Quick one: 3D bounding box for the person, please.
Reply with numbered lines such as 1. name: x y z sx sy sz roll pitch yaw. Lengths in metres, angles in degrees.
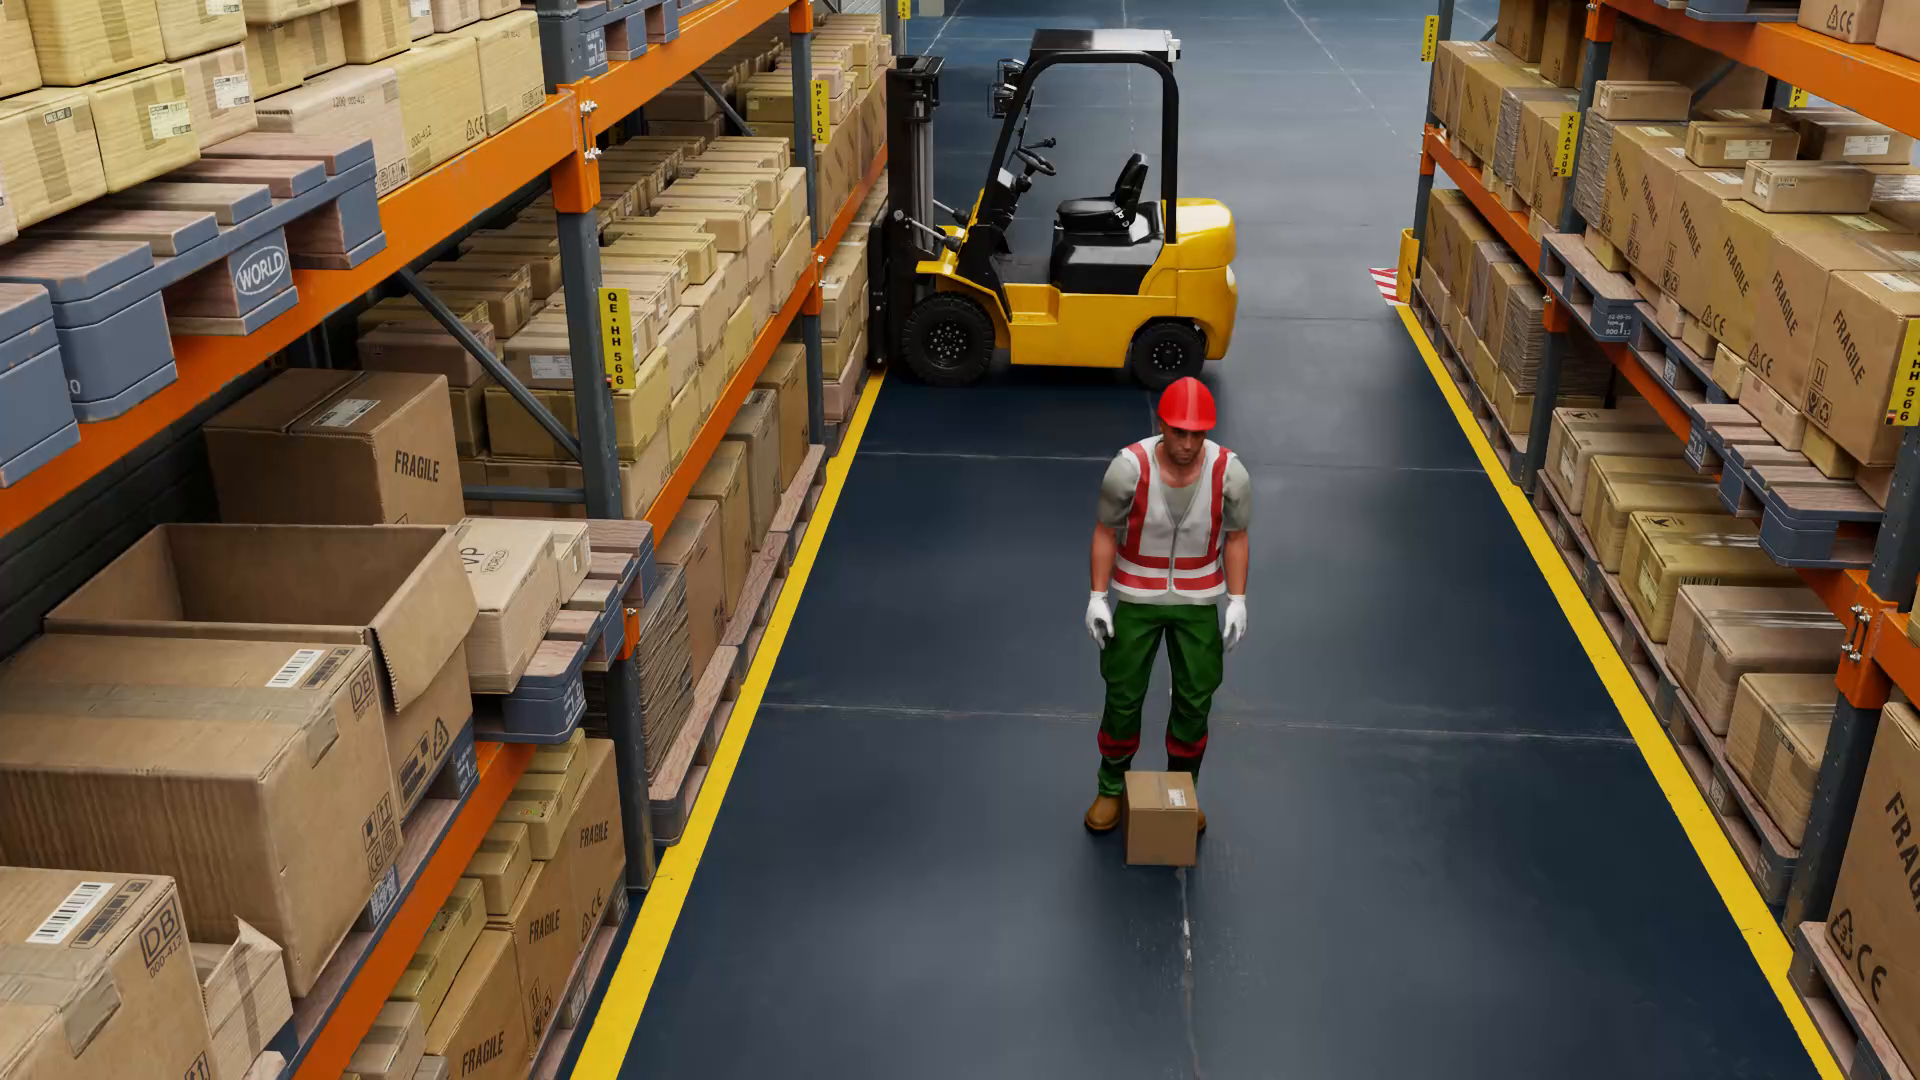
1. person: 0.754 0.242 6.051 0.595 1.778 0.449 1 24 2
